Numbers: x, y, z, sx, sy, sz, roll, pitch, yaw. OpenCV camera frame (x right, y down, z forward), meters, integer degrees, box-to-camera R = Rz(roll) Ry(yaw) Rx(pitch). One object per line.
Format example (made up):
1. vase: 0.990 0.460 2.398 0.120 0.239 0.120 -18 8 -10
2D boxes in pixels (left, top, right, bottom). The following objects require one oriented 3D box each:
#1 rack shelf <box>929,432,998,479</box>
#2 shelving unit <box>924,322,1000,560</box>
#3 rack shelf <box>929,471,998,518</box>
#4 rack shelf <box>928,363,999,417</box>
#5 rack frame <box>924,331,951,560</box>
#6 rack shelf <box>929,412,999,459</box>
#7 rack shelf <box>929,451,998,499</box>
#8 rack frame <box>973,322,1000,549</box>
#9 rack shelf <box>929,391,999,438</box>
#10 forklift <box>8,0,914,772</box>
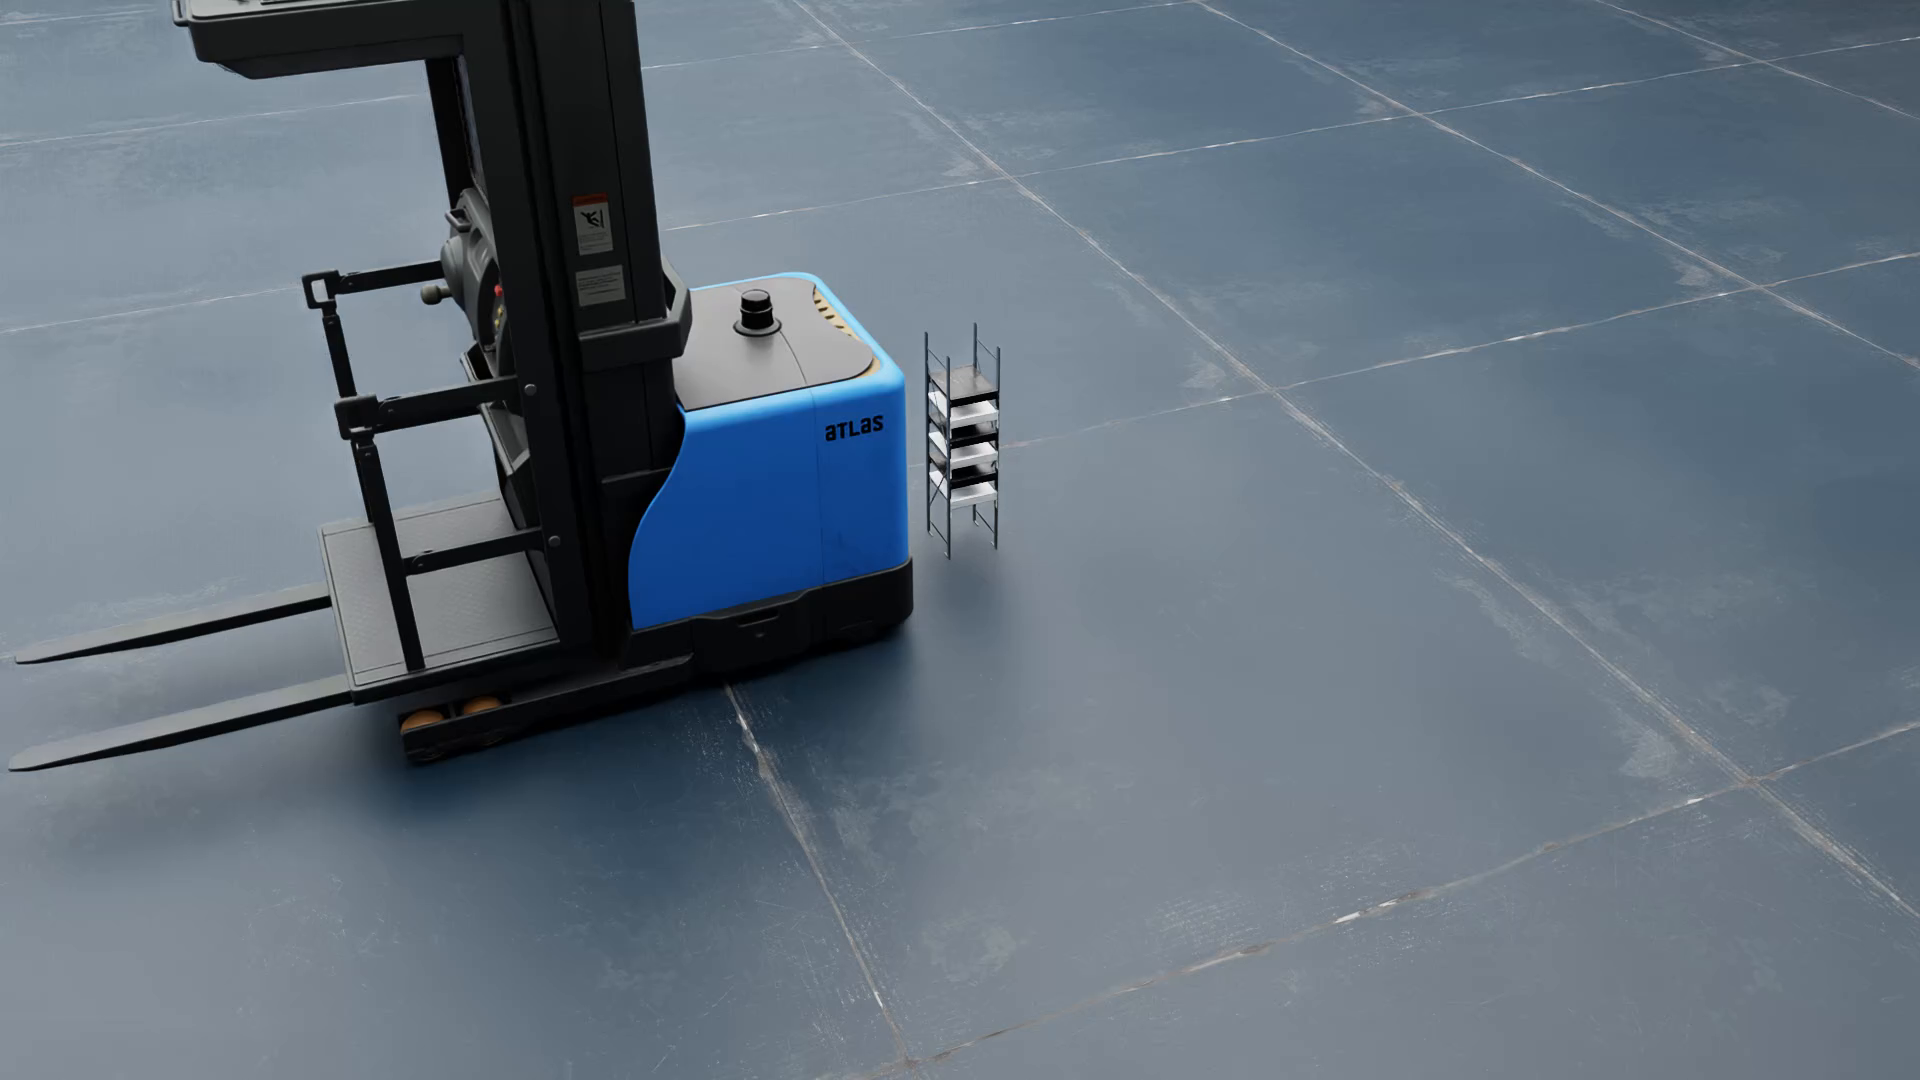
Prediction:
1. rack shelf: 0.007 -0.351 6.525 0.200 0.077 0.258 -13 35 -19
2. shelving unit: 0.007 -0.379 6.507 0.210 0.900 0.258 -13 35 -19
3. rack shelf: 0.007 -0.200 6.624 0.200 0.077 0.258 -13 35 -19
4. rack shelf: 0.007 -0.577 6.378 0.200 0.077 0.258 -13 35 -19
5. rack frame: -0.086 -0.357 6.474 0.006 0.900 0.240 -13 35 -19
6. rack shelf: 0.007 -0.426 6.476 0.200 0.077 0.258 -13 35 -19
7. rack shelf: 0.007 -0.276 6.574 0.200 0.077 0.258 -13 35 -19
8. rack frame: 0.101 -0.400 6.540 0.006 0.900 0.240 -13 35 -19
9. rack shelf: 0.007 -0.502 6.427 0.200 0.077 0.258 -13 35 -19
10. forklift: -1.738 -0.814 5.314 3.031 2.935 1.130 -13 35 -20
